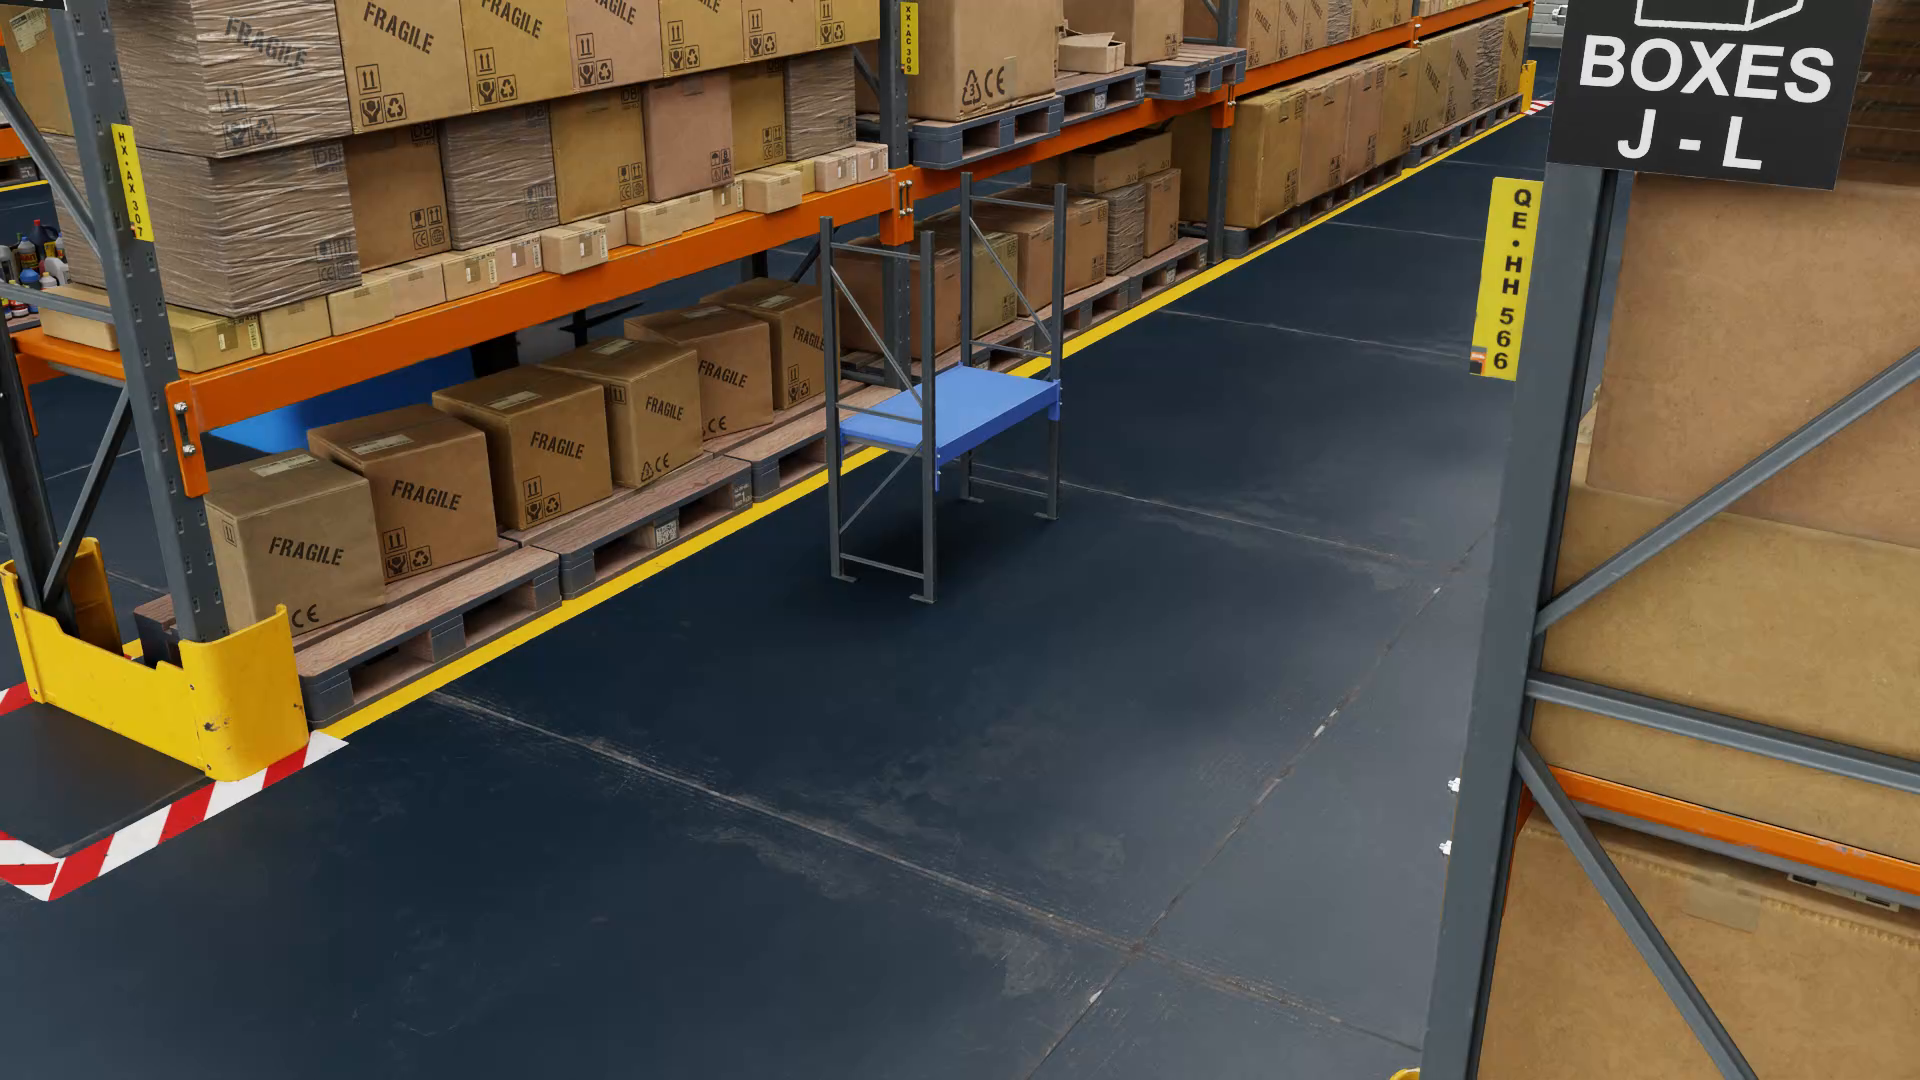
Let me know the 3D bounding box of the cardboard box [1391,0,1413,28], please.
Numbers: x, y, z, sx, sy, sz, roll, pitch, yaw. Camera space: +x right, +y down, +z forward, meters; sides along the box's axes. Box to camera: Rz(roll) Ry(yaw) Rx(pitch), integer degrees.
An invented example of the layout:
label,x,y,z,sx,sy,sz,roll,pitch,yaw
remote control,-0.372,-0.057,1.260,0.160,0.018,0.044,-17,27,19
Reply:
label,x,y,z,sx,sy,sz,roll,pitch,yaw
cardboard box,3.499,-4.613,14.004,0.500,0.500,0.500,14,27,29

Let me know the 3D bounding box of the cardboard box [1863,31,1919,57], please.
label,x,y,z,sx,sy,sz,roll,pitch,yaw
cardboard box,2.364,-0.912,4.032,0.875,0.550,0.500,14,27,29

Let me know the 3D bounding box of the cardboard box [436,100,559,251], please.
label,x,y,z,sx,sy,sz,roll,pitch,yaw
cardboard box,-2.041,-1.448,6.318,0.875,0.500,0.500,14,27,29

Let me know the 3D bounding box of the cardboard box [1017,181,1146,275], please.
label,x,y,z,sx,sy,sz,roll,pitch,yaw
cardboard box,0.785,-2.067,10.841,0.700,0.500,0.500,11,26,25

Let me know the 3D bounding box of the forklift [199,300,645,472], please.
label,x,y,z,sx,sy,sz,roll,pitch,yaw
forklift,-2.512,-2.017,8.219,1.130,2.935,3.031,15,28,31

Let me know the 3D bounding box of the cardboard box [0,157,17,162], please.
label,x,y,z,sx,sy,sz,roll,pitch,yaw
cardboard box,-8.426,-3.347,14.137,0.500,0.250,0.500,15,27,30

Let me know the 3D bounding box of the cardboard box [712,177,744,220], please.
label,x,y,z,sx,sy,sz,roll,pitch,yaw
cardboard box,-1.174,-1.514,7.287,0.380,0.149,0.250,14,27,29

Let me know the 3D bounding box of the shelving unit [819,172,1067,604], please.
label,x,y,z,sx,sy,sz,roll,pitch,yaw
shelving unit,-0.045,-0.659,6.886,0.538,1.500,1.048,14,27,29

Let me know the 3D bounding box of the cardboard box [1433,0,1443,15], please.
label,x,y,z,sx,sy,sz,roll,pitch,yaw
cardboard box,4.091,-4.786,14.845,0.380,0.149,0.250,13,27,27

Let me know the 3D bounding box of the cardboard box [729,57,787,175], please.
label,x,y,z,sx,sy,sz,roll,pitch,yaw
cardboard box,-1.290,-1.964,7.511,0.875,0.500,0.500,14,27,29

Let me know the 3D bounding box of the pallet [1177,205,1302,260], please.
label,x,y,z,sx,sy,sz,roll,pitch,yaw
pallet,1.883,-2.403,12.534,1.003,0.211,1.213,14,27,29

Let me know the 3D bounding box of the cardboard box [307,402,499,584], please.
label,x,y,z,sx,sy,sz,roll,pitch,yaw
cardboard box,-2.187,-0.194,6.540,0.500,0.500,0.500,-20,31,-39

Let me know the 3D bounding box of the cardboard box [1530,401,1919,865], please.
label,x,y,z,sx,sy,sz,roll,pitch,yaw
cardboard box,1.501,0.138,2.967,0.875,0.550,0.550,14,27,29

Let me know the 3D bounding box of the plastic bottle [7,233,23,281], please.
label,x,y,z,sx,sy,sz,roll,pitch,yaw
plastic bottle,-5.915,-1.779,10.449,0.061,0.283,0.133,15,28,31

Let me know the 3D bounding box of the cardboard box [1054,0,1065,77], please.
label,x,y,z,sx,sy,sz,roll,pitch,yaw
cardboard box,0.129,-2.926,9.576,0.797,0.503,0.637,17,29,34

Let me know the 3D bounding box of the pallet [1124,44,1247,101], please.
label,x,y,z,sx,sy,sz,roll,pitch,yaw
pallet,1.118,-3.081,10.833,1.213,0.211,1.003,14,27,29

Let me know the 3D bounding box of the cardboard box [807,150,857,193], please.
label,x,y,z,sx,sy,sz,roll,pitch,yaw
cardboard box,-0.710,-1.750,7.833,0.380,0.149,0.250,14,27,29

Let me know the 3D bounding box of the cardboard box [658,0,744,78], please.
label,x,y,z,sx,sy,sz,roll,pitch,yaw
cardboard box,-1.237,-2.176,6.742,0.500,0.500,0.500,14,27,29

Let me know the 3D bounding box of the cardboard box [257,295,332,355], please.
label,x,y,z,sx,sy,sz,roll,pitch,yaw
cardboard box,-2.315,-0.743,5.507,0.380,0.149,0.250,14,27,29

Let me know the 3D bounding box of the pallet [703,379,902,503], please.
label,x,y,z,sx,sy,sz,roll,pitch,yaw
pallet,-1.031,-0.568,8.297,1.003,0.211,1.213,14,27,29

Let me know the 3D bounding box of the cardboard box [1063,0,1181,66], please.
label,x,y,z,sx,sy,sz,roll,pitch,yaw
cardboard box,0.943,-3.271,10.375,0.700,0.500,0.500,19,30,37

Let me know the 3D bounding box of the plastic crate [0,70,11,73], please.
label,x,y,z,sx,sy,sz,roll,pitch,yaw
plastic crate,-5.870,-2.624,9.802,0.450,0.188,0.662,14,27,29

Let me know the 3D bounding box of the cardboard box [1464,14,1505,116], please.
label,x,y,z,sx,sy,sz,roll,pitch,yaw
cardboard box,4.874,-4.810,16.731,0.875,0.875,0.875,14,27,29

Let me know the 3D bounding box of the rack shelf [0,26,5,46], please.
label,x,y,z,sx,sy,sz,roll,pitch,yaw
rack shelf,-8.066,-4.504,14.784,1.077,0.370,4.000,14,27,29

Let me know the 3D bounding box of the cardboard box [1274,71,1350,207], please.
label,x,y,z,sx,sy,sz,roll,pitch,yaw
cardboard box,2.262,-3.177,12.960,1.225,0.875,0.875,14,27,29

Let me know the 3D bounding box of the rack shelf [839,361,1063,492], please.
label,x,y,z,sx,sy,sz,roll,pitch,yaw
rack shelf,-0.045,-0.494,6.957,0.538,0.185,1.000,14,27,29

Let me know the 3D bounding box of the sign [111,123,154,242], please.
label,x,y,z,sx,sy,sz,roll,pitch,yaw
sign,-2.355,-1.016,4.730,0.100,0.325,0.005,14,27,29

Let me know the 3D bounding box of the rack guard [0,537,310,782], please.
label,x,y,z,sx,sy,sz,roll,pitch,yaw
rack guard,-2.776,0.390,5.721,1.175,0.500,0.348,14,27,29

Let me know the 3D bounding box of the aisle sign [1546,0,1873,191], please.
label,x,y,z,sx,sy,sz,roll,pitch,yaw
aisle sign,1.052,-0.890,2.259,0.394,0.787,0.004,14,27,29

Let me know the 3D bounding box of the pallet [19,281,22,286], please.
label,x,y,z,sx,sy,sz,roll,pitch,yaw
pallet,-5.304,-1.622,10.732,1.003,0.211,1.213,14,27,29

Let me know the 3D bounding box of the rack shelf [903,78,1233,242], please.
label,x,y,z,sx,sy,sz,roll,pitch,yaw
rack shelf,0.349,-2.427,9.986,1.077,0.370,4.000,14,27,29

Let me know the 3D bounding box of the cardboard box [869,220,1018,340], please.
label,x,y,z,sx,sy,sz,roll,pitch,yaw
cardboard box,-0.097,-1.496,9.524,0.700,0.500,0.500,14,27,29

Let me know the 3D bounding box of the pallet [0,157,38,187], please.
label,x,y,z,sx,sy,sz,roll,pitch,yaw
pallet,-8.765,-3.136,14.229,1.003,0.211,1.213,14,27,29

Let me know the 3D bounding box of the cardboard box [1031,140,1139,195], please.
label,x,y,z,sx,sy,sz,roll,pitch,yaw
cardboard box,0.804,-2.417,10.707,0.500,0.250,0.500,17,29,35

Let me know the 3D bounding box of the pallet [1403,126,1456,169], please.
label,x,y,z,sx,sy,sz,roll,pitch,yaw
pallet,3.981,-3.743,15.630,1.003,0.211,1.213,14,27,29

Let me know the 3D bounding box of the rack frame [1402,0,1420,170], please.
label,x,y,z,sx,sy,sz,roll,pitch,yaw
rack frame,3.513,-4.782,14.521,1.000,3.000,0.127,14,27,29

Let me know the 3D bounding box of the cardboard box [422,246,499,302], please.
label,x,y,z,sx,sy,sz,roll,pitch,yaw
cardboard box,-1.919,-0.996,6.091,0.380,0.149,0.250,14,27,29

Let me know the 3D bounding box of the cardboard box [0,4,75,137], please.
label,x,y,z,sx,sy,sz,roll,pitch,yaw
cardboard box,-2.736,-1.611,5.436,0.500,0.500,0.500,14,27,29

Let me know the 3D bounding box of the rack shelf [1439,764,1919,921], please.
label,x,y,z,sx,sy,sz,roll,pitch,yaw
rack shelf,2.399,-0.003,4.387,1.077,0.370,4.000,14,27,29

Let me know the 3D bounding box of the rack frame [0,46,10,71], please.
label,x,y,z,sx,sy,sz,roll,pitch,yaw
rack frame,-11.221,-6.546,18.596,1.000,3.000,0.127,14,27,29

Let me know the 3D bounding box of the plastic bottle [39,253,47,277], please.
label,x,y,z,sx,sy,sz,roll,pitch,yaw
plastic bottle,-5.461,-1.592,10.017,0.061,0.283,0.133,14,27,29

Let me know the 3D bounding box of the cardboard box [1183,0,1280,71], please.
label,x,y,z,sx,sy,sz,roll,pitch,yaw
cardboard box,1.891,-3.585,11.629,0.500,0.500,0.500,15,27,30

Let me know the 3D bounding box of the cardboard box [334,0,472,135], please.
label,x,y,z,sx,sy,sz,roll,pitch,yaw
cardboard box,-2.025,-1.669,5.571,0.500,0.500,0.500,14,27,29

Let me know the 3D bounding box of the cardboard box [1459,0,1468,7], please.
label,x,y,z,sx,sy,sz,roll,pitch,yaw
cardboard box,4.501,-5.050,15.456,0.380,0.149,0.250,13,27,28

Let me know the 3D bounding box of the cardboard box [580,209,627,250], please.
label,x,y,z,sx,sy,sz,roll,pitch,yaw
cardboard box,-1.571,-1.261,6.703,0.380,0.149,0.250,14,27,29

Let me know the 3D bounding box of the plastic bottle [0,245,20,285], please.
label,x,y,z,sx,sy,sz,roll,pitch,yaw
plastic bottle,-5.877,-1.657,10.176,0.152,0.276,0.135,14,27,29

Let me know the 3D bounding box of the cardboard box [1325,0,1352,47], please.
label,x,y,z,sx,sy,sz,roll,pitch,yaw
cardboard box,2.694,-4.101,12.823,0.500,0.500,0.500,14,27,29

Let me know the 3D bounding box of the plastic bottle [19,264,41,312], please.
label,x,y,z,sx,sy,sz,roll,pitch,yaw
plastic bottle,-5.463,-1.484,9.783,0.097,0.271,0.097,0,23,0

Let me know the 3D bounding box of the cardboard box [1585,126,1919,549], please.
label,x,y,z,sx,sy,sz,roll,pitch,yaw
cardboard box,1.573,-0.340,2.711,0.875,0.550,0.550,14,27,29

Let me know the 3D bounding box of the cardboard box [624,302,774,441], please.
label,x,y,z,sx,sy,sz,roll,pitch,yaw
cardboard box,-1.247,-0.806,7.954,0.500,0.500,0.500,-18,29,-36
